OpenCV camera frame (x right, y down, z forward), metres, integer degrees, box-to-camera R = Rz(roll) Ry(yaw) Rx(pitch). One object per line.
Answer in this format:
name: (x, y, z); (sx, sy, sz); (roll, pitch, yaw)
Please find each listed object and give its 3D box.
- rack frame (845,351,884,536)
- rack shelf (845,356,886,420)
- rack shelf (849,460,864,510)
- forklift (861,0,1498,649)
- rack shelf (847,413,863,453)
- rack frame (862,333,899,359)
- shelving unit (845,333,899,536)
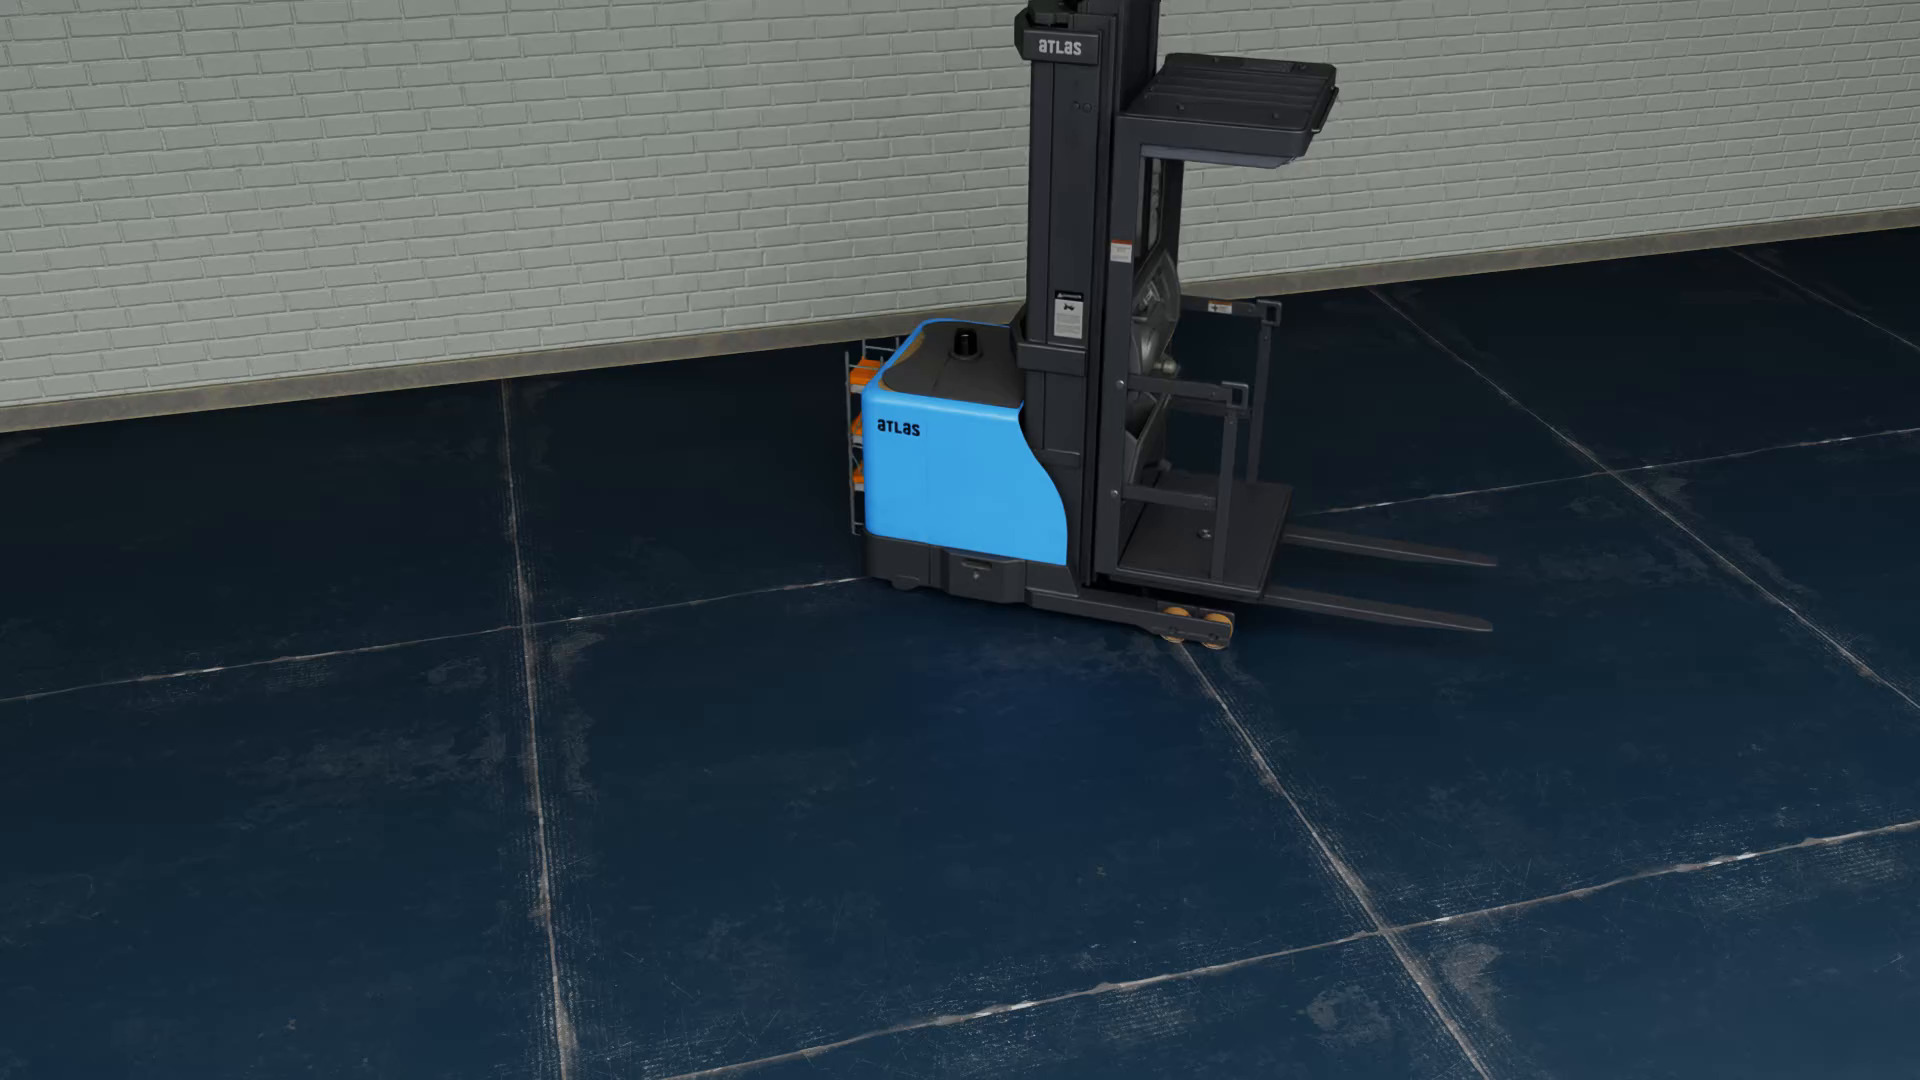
rack frame: (-0.475, -0.470, 8.513); (0.200, 1.050, 0.008); (9, 31, 15)
rack shelf: (-0.440, -0.765, 8.478); (0.215, 0.259, 0.240); (9, 31, 15)
rack shelf: (-0.440, -0.278, 8.759); (0.215, 0.259, 0.240); (9, 31, 15)
forklift: (1.091, -1.051, 7.640); (3.031, 2.935, 1.130); (9, 31, 15)
rack shelf: (-0.440, -0.519, 8.620); (0.215, 0.259, 0.240); (9, 31, 15)
rack frame: (-0.405, -0.587, 8.715); (0.200, 1.050, 0.008); (9, 31, 15)
shelving unit: (-0.440, -0.528, 8.614); (0.215, 1.050, 0.252); (9, 31, 15)
